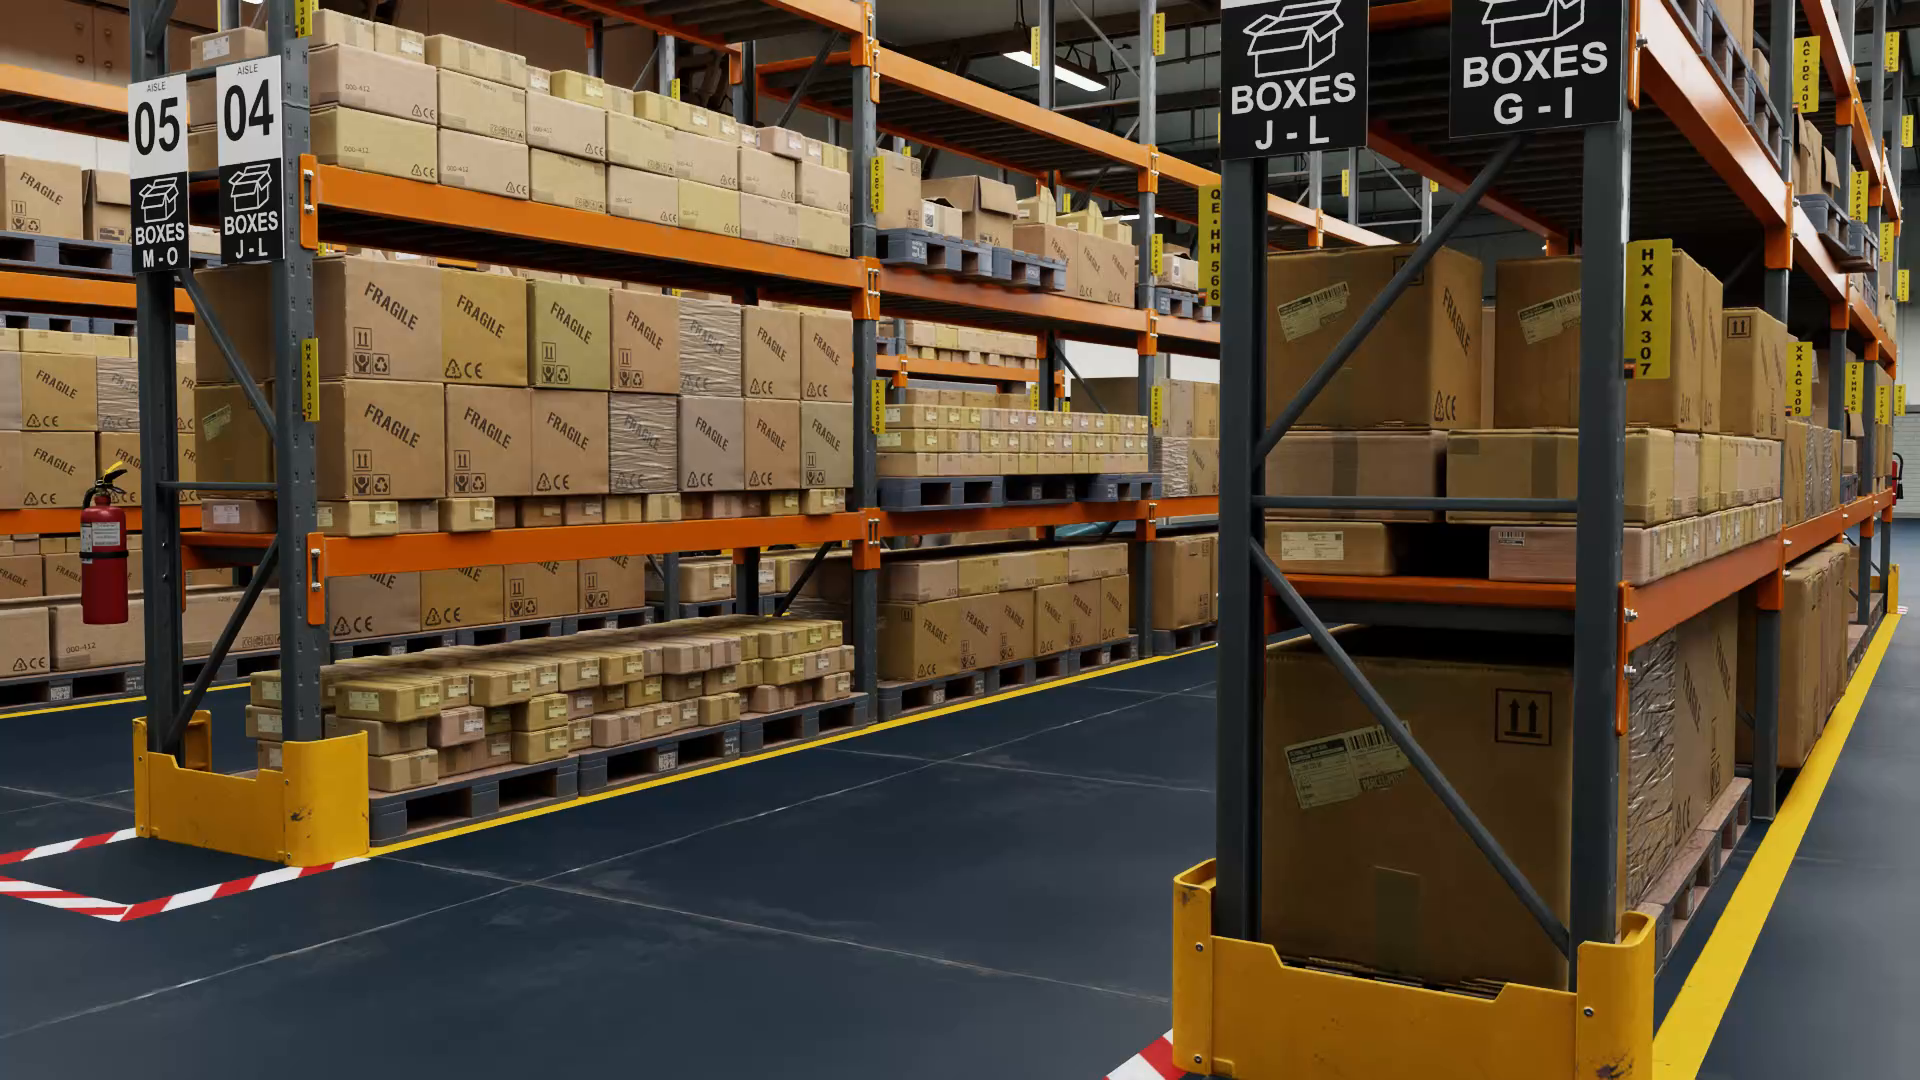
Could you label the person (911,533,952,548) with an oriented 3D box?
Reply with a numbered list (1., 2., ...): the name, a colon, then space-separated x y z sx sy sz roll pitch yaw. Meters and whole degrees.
1. person: -0.293 -0.077 17.151 0.394 1.805 0.542 2 3 32
